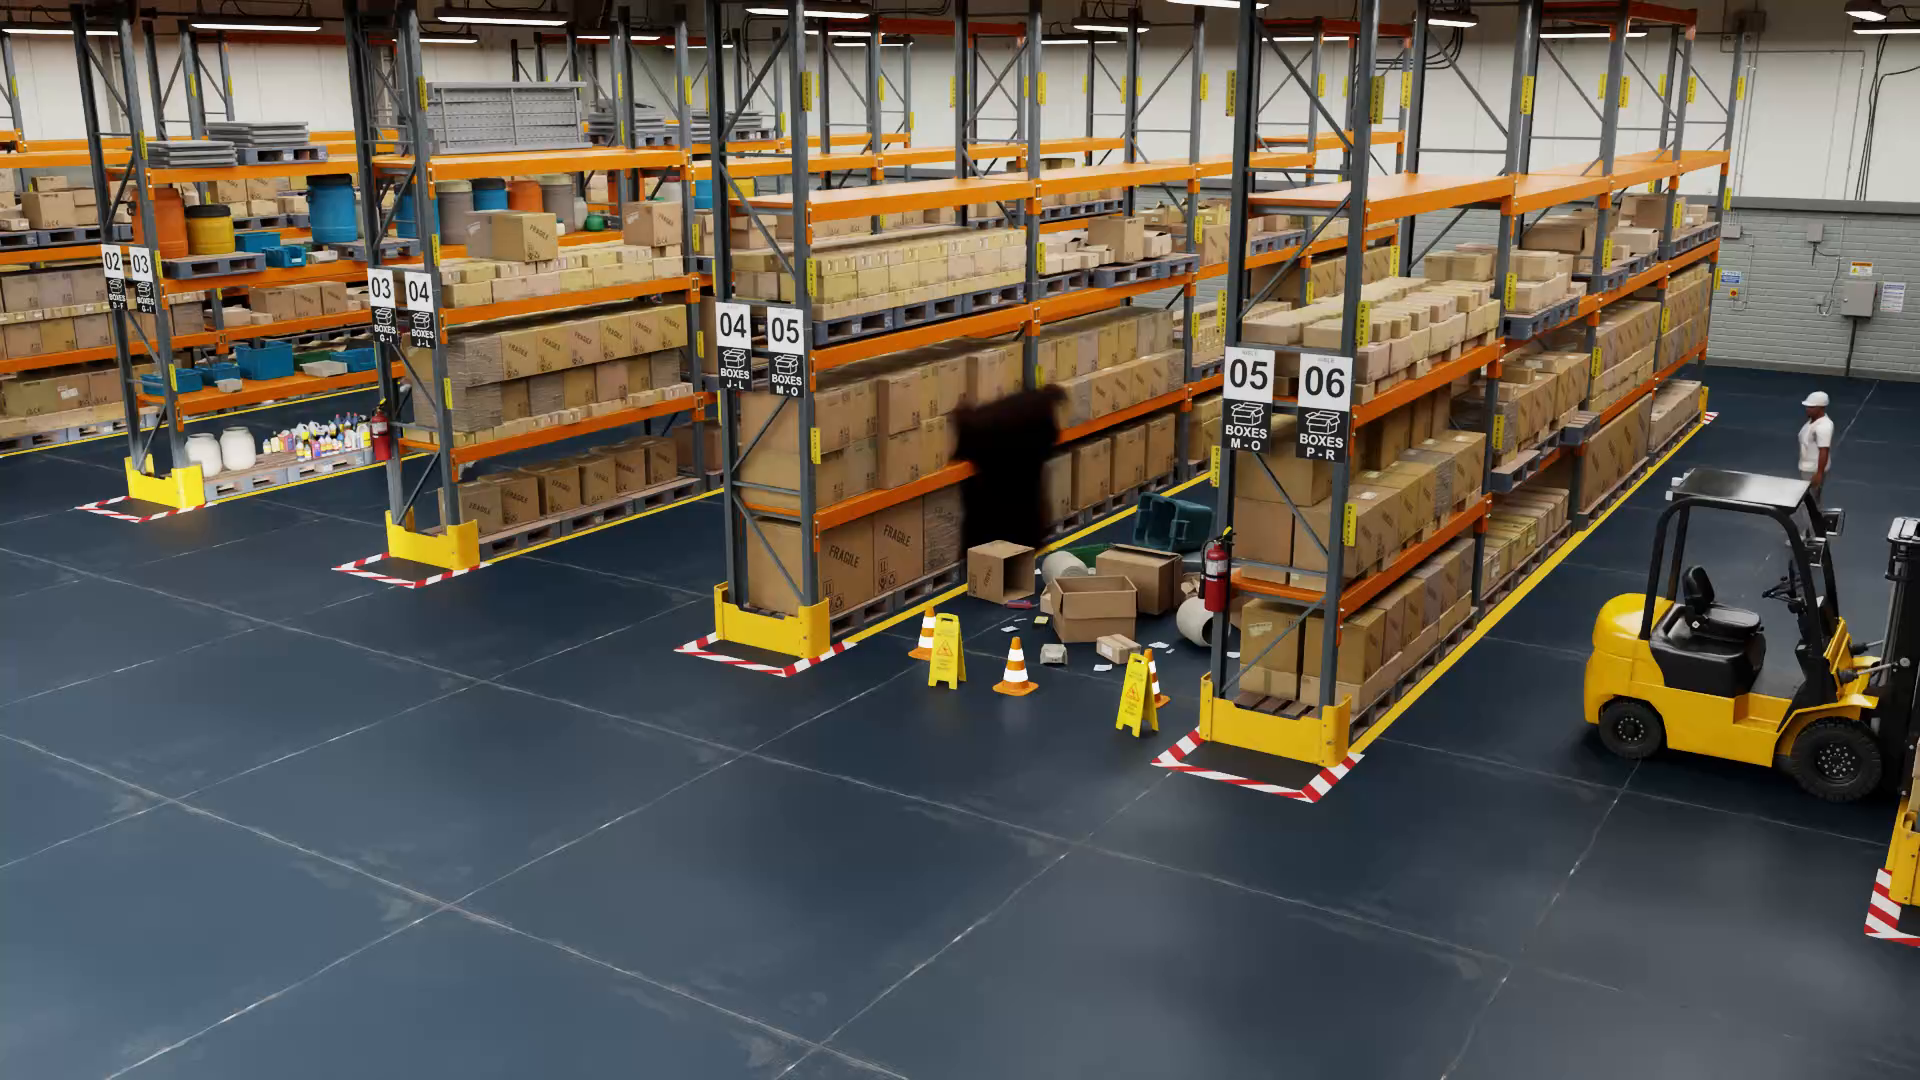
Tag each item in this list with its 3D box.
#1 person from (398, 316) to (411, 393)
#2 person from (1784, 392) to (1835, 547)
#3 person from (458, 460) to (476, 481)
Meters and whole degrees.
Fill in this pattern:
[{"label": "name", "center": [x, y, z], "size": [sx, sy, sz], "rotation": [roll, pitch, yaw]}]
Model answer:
[{"label": "person", "center": [-9.234, -3.375, 28.359], "size": [0.679, 1.647, 0.972], "rotation": [10, 18, 32]}, {"label": "person", "center": [9.627, -0.803, 18.792], "size": [0.376, 1.767, 0.631], "rotation": [11, 19, 35]}, {"label": "person", "center": [-6.680, -1.655, 22.121], "size": [0.436, 1.608, 1.012], "rotation": [3, 16, 9]}]
